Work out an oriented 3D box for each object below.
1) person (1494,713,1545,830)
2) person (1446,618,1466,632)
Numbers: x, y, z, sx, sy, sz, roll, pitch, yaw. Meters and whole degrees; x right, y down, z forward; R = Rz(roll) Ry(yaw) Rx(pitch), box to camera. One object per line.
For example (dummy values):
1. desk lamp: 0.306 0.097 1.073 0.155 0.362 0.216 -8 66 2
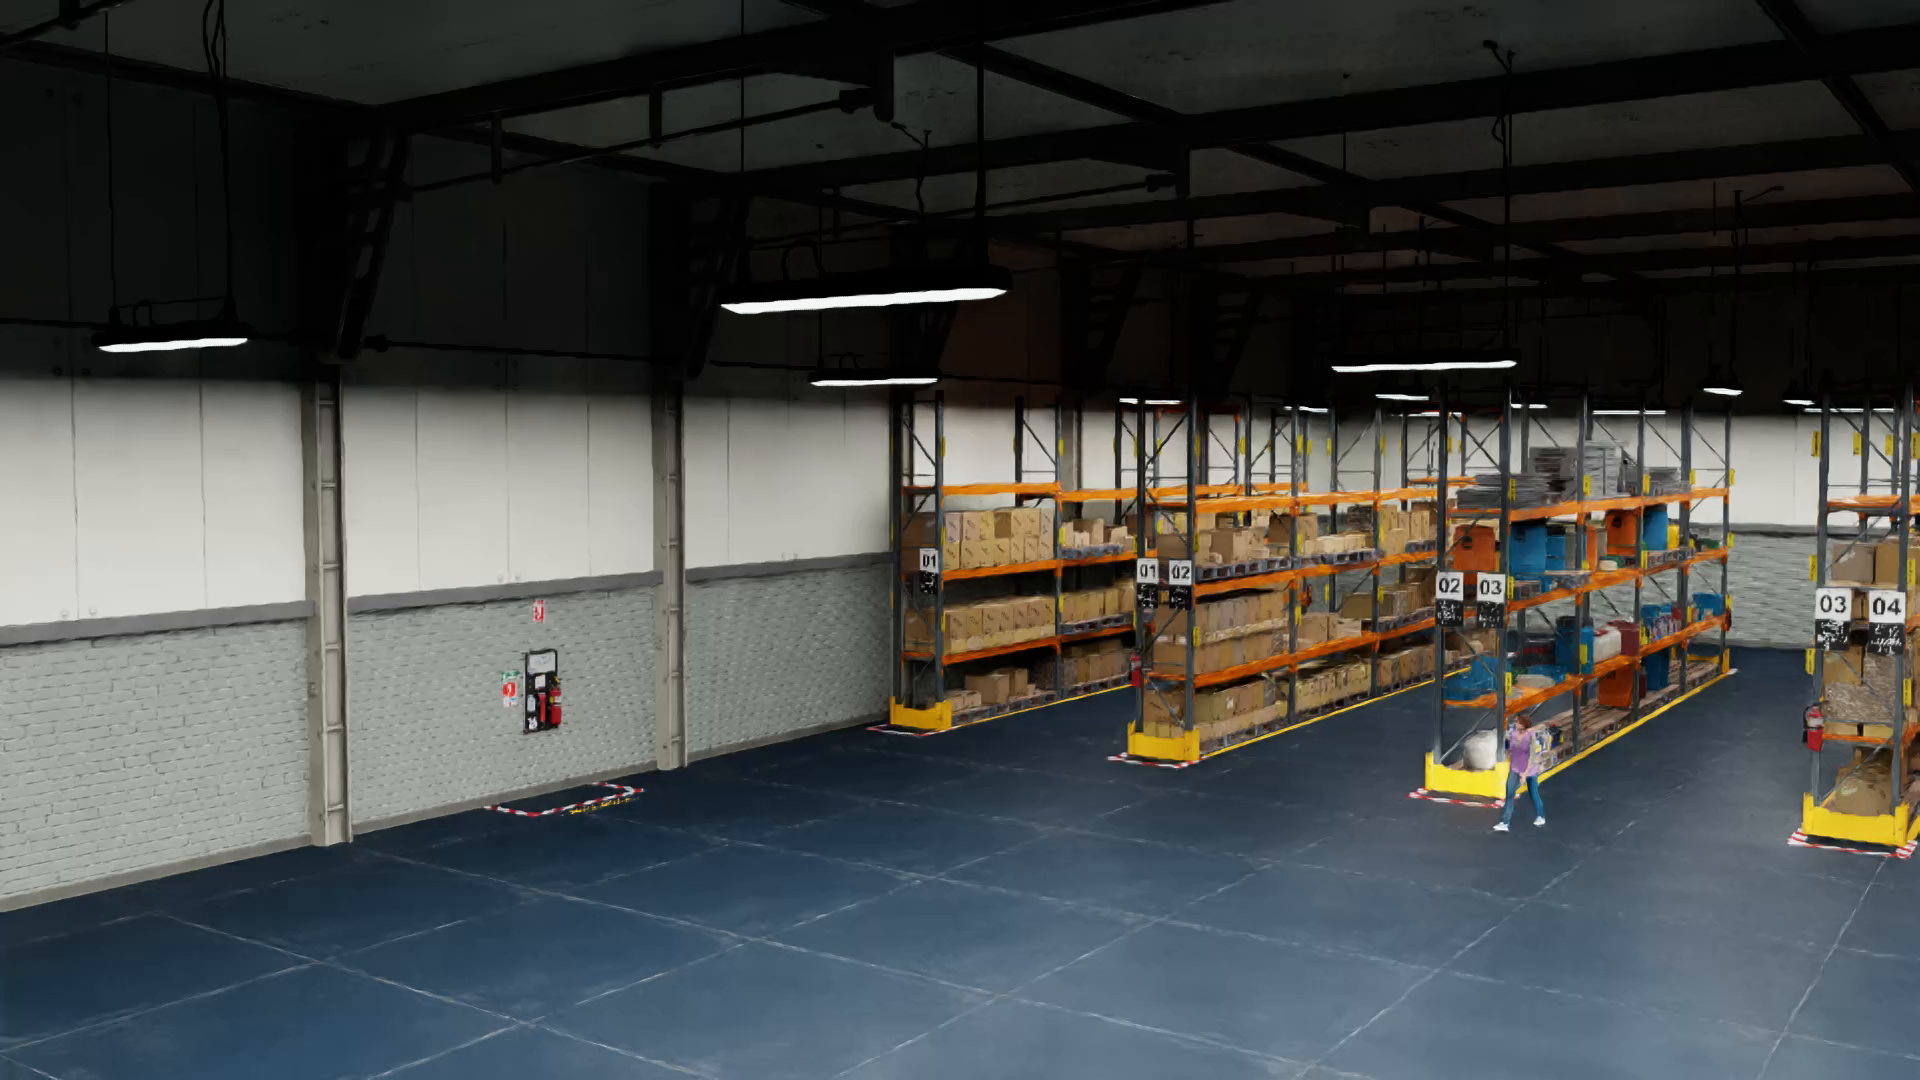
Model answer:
1. person: 7.334 3.002 21.642 0.408 1.532 0.962 3 4 44
2. person: 12.725 1.729 42.675 0.708 1.739 0.548 0 3 -5
